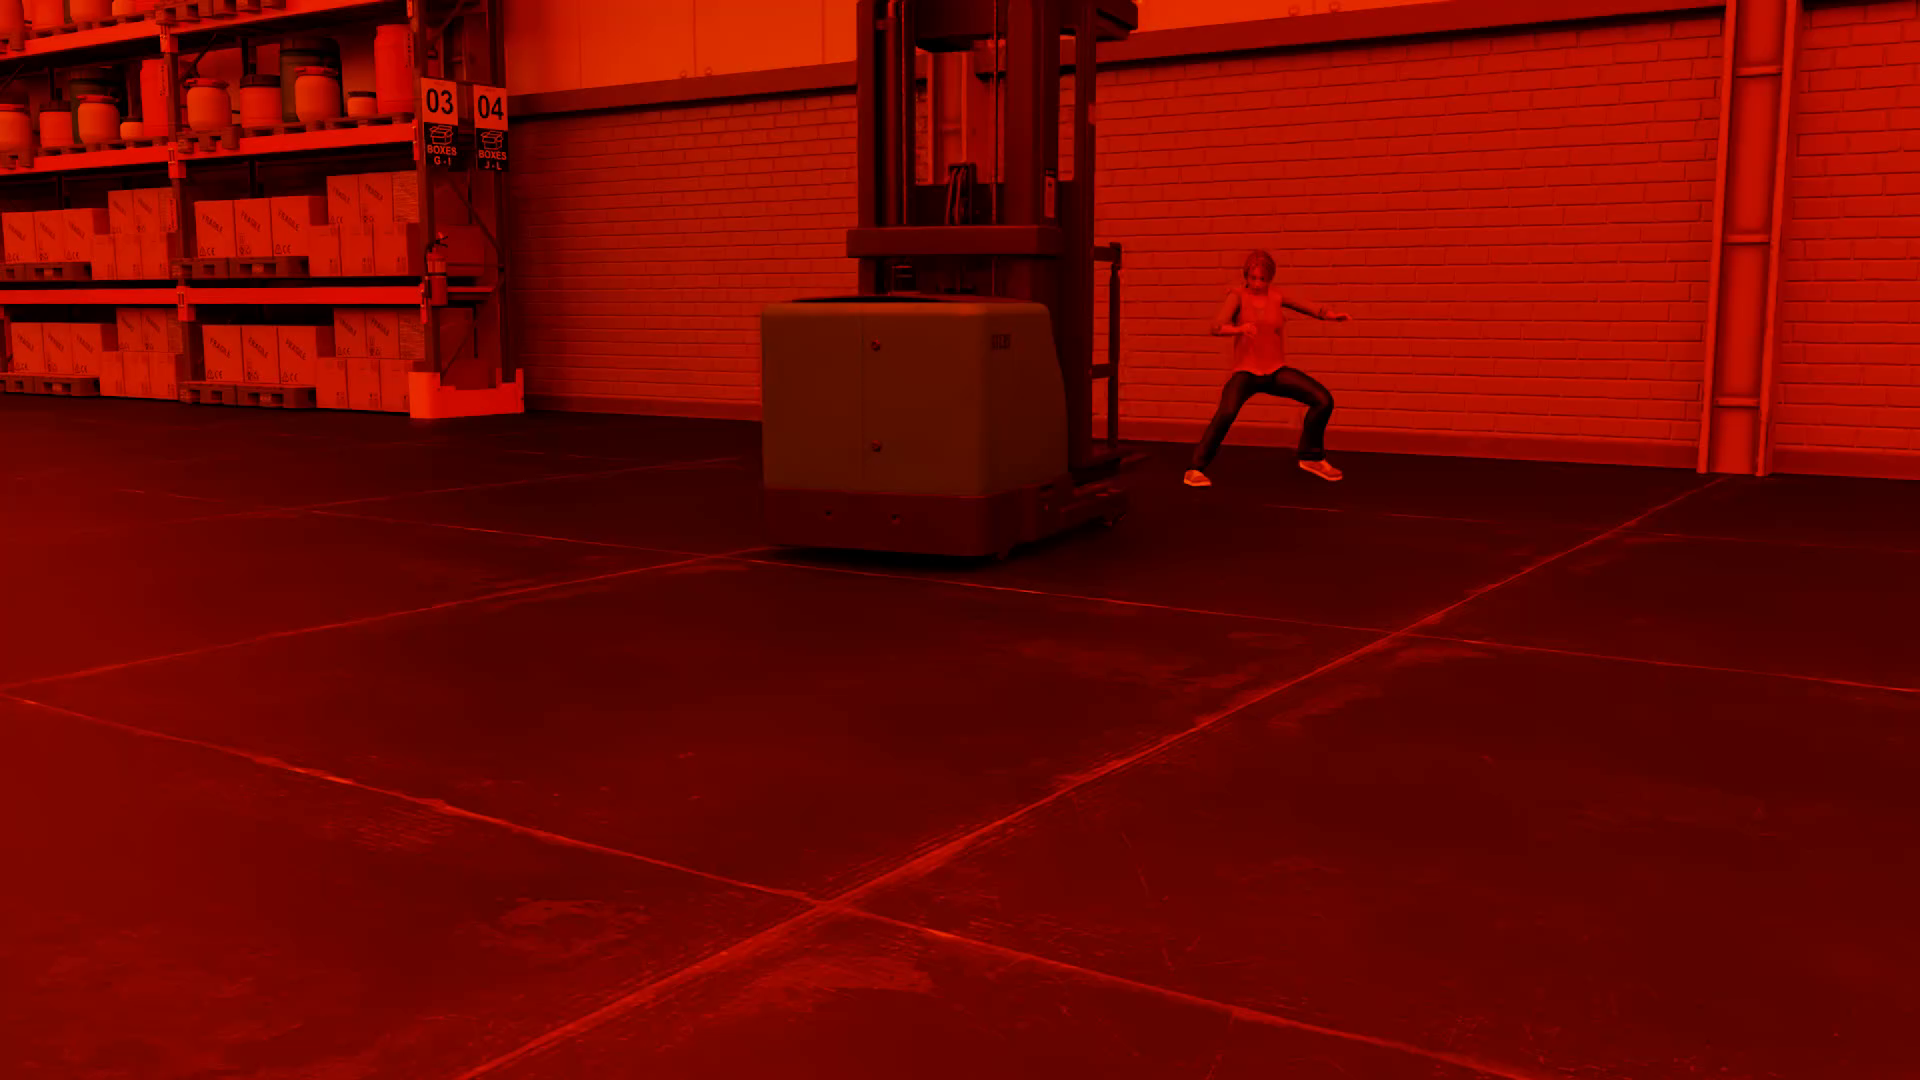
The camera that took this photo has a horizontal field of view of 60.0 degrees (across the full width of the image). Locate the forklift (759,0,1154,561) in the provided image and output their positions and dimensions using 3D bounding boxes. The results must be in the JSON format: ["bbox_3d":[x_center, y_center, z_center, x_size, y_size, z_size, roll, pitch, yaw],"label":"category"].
[{"bbox_3d":[0.194,-1.534,7.983,1.130,2.935,3.031,3,9,23],"label":"forklift"}]

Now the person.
[{"bbox_3d":[1.813,-1.012,9.806,0.965,1.380,0.649,0,8,0],"label":"person"}]
